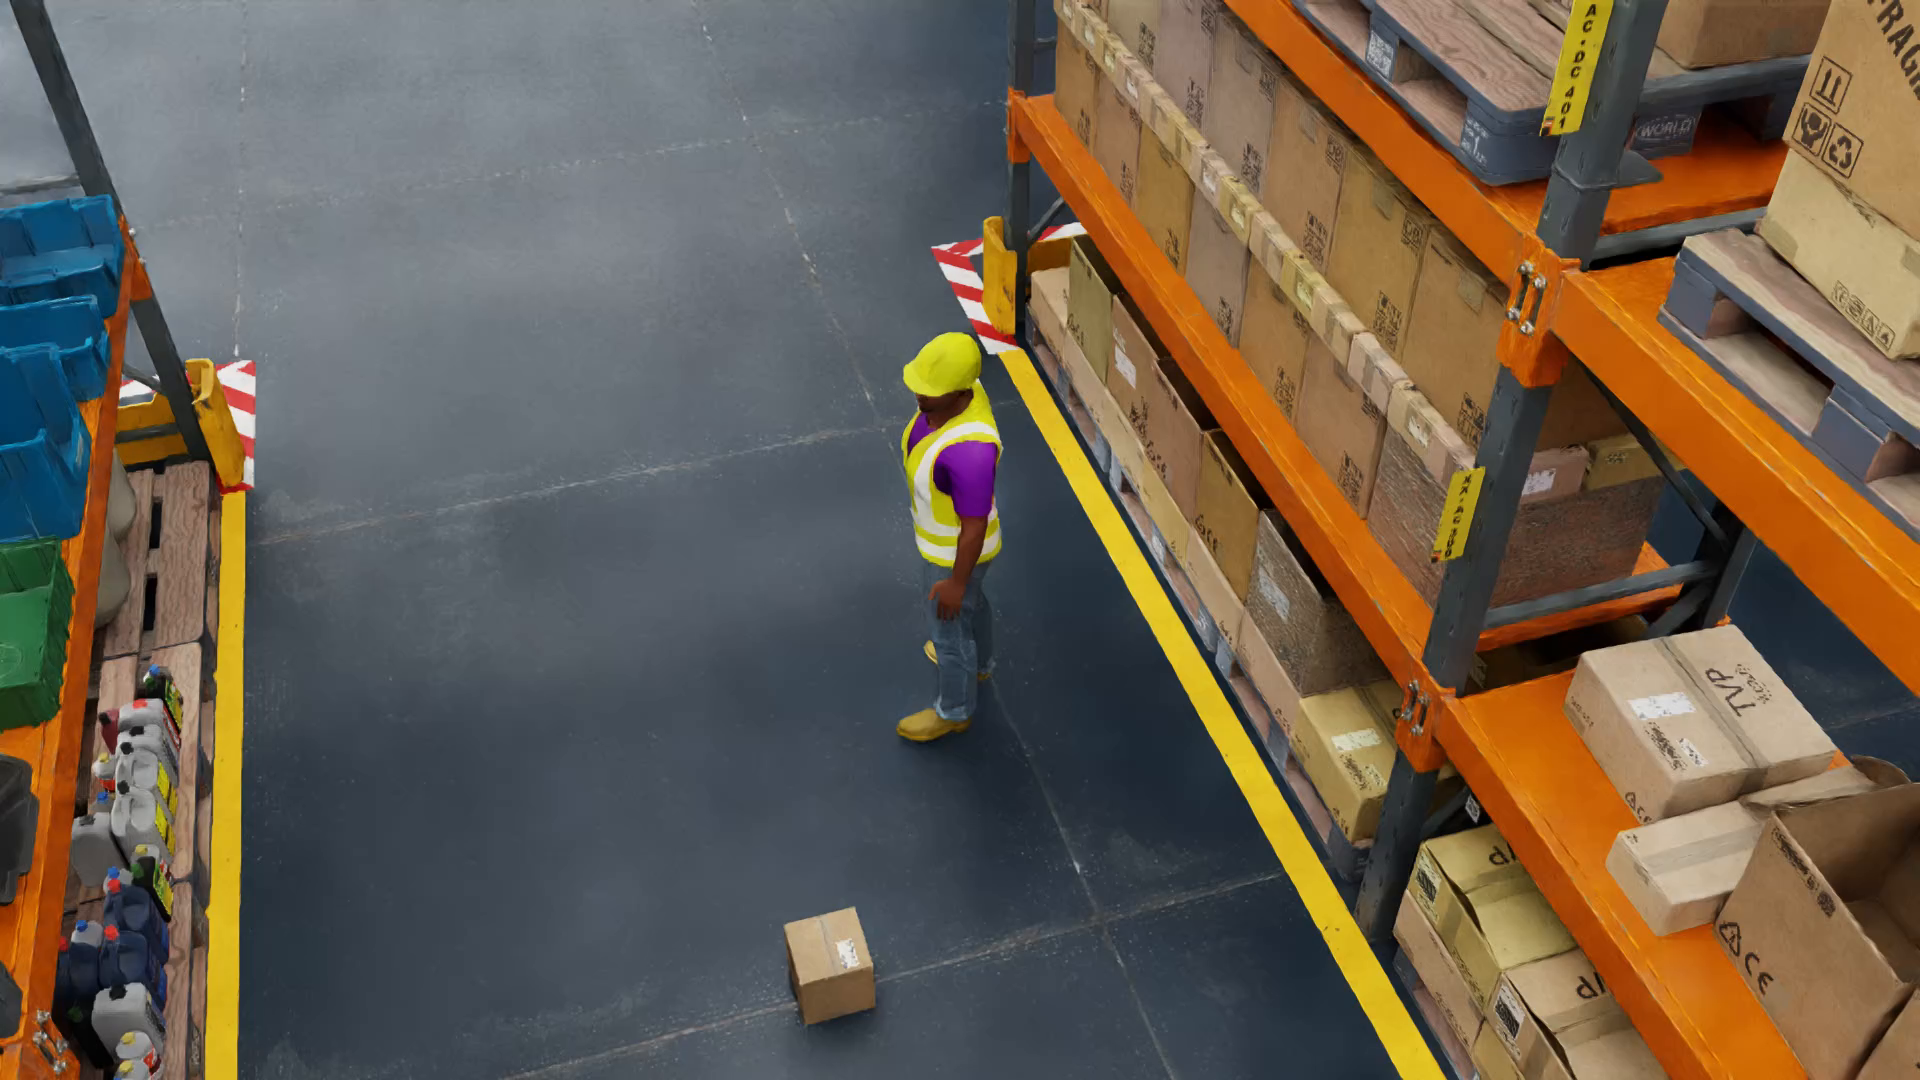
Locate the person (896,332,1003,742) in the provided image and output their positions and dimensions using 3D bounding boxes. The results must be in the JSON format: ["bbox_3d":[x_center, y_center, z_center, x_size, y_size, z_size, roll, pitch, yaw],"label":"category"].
[{"bbox_3d":[-0.058,-0.014,6.115,0.419,1.768,0.631,-4,42,-4],"label":"person"}]
